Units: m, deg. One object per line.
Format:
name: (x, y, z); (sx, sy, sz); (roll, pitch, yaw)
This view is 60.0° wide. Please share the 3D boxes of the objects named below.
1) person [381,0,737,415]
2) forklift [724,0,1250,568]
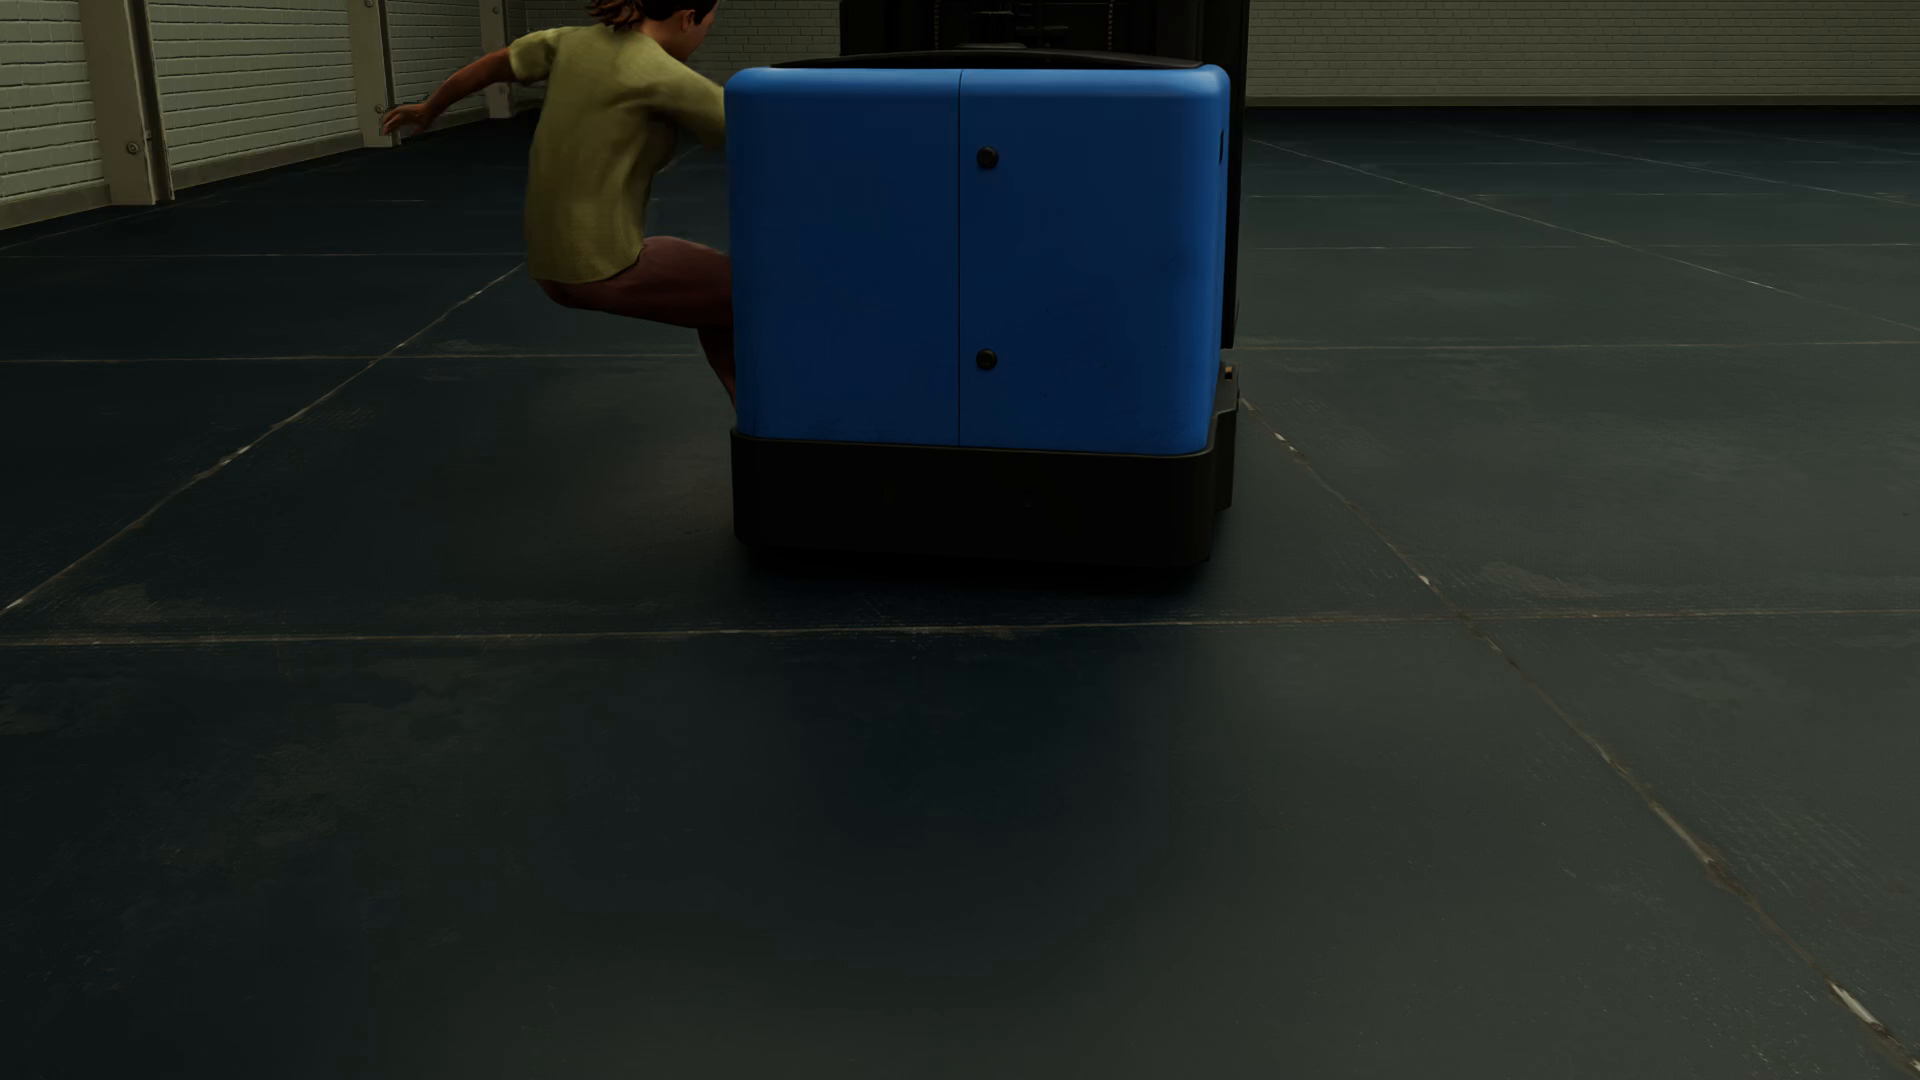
person: (-0.780, -0.770, 4.205); (0.908, 1.382, 1.093); (-15, 23, -40)
forklift: (0.264, -1.732, 4.568); (1.130, 2.935, 3.031); (3, 17, 10)
